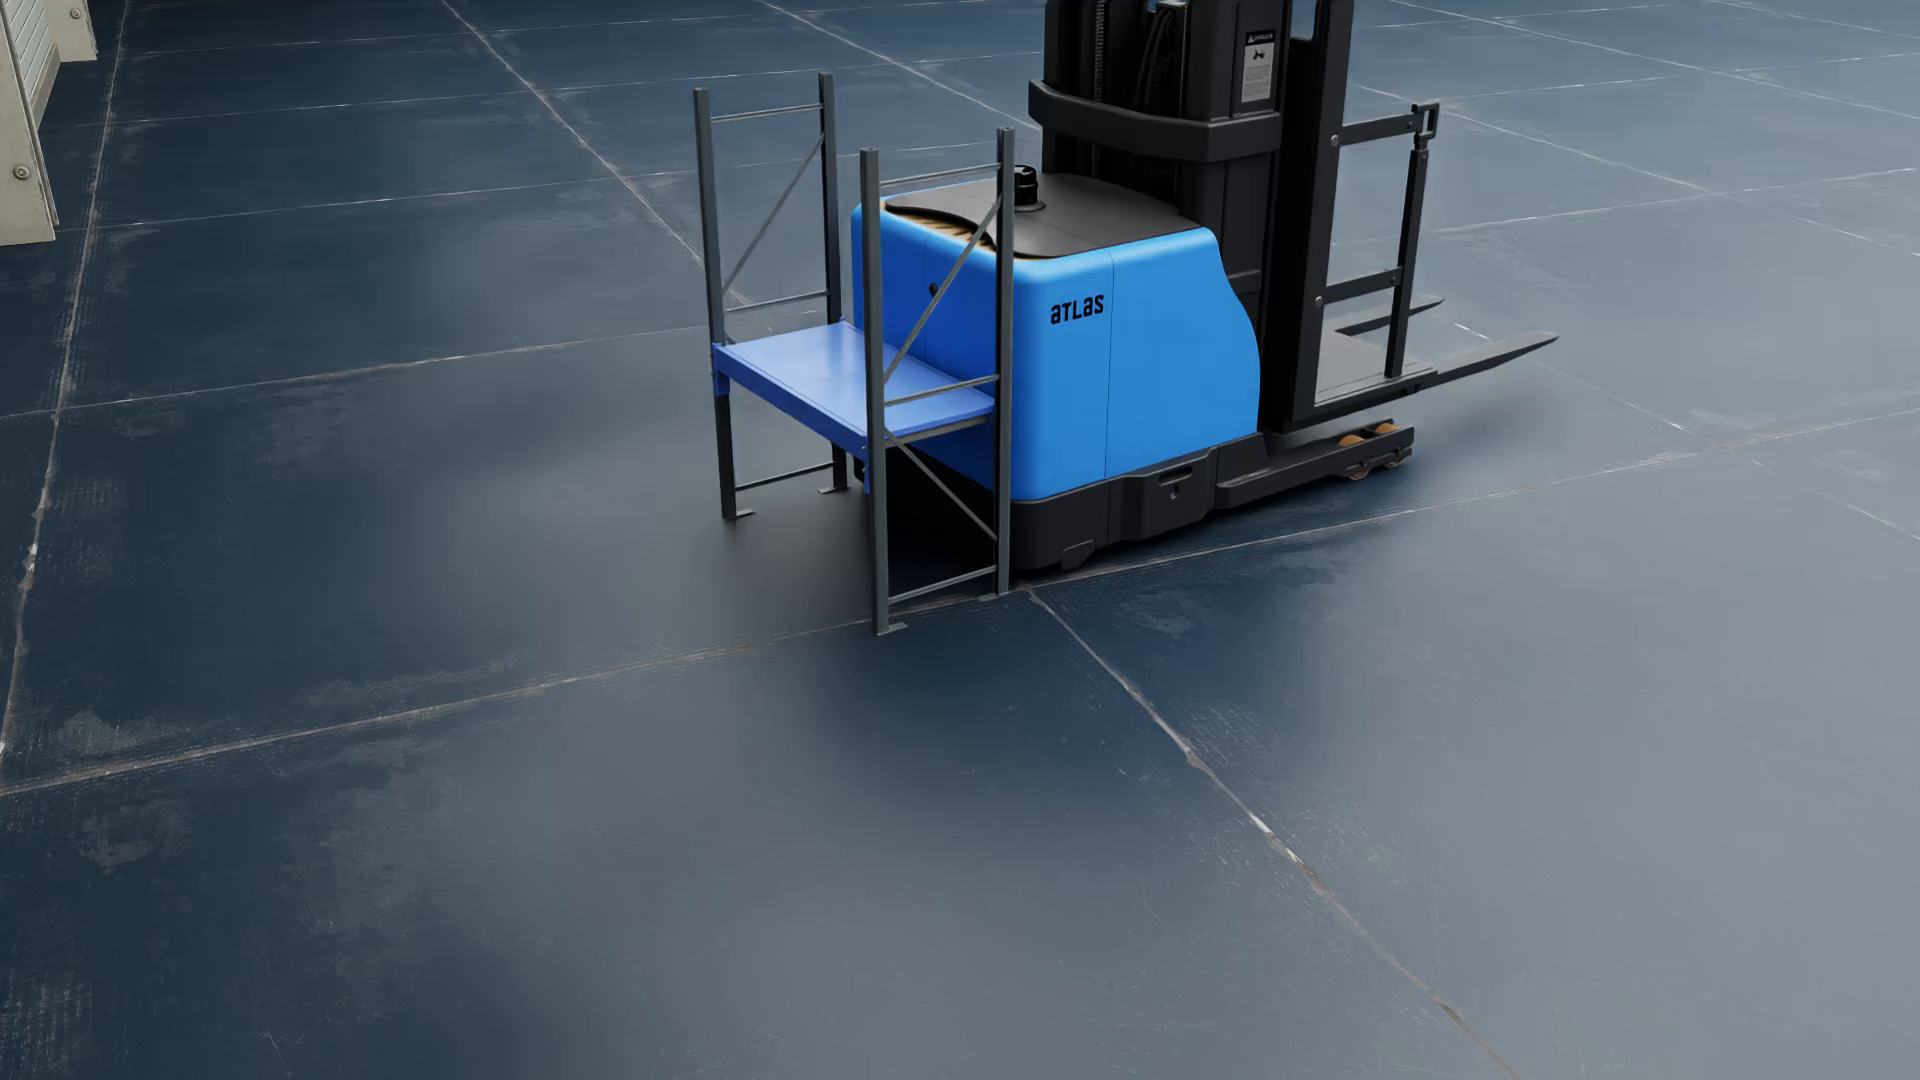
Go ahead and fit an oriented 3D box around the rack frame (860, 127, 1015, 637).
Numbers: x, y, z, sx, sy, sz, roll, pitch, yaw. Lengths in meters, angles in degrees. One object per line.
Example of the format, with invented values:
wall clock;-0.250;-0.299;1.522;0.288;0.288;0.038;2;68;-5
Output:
rack frame;-0.057;-0.440;4.943;0.500;1.500;0.032;-17;31;-30

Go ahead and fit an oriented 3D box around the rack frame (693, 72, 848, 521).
rack frame;-0.630;-0.809;5.697;0.500;1.500;0.032;-17;31;-30

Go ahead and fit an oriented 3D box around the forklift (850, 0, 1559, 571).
forklift;1.105;-1.711;5.914;3.031;2.935;1.130;-18;31;-32

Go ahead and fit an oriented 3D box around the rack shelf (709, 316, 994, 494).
rack shelf;-0.344;-0.463;5.399;0.538;0.185;1.000;-17;31;-30

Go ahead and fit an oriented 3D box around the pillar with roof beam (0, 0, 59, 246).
pillar with roof beam;-1.219;-6.479;8.762;9.100;9.000;0.400;-11;28;-21

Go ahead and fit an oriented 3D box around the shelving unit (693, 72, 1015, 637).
shelving unit;-0.344;-0.625;5.320;0.538;1.500;1.048;-17;31;-30

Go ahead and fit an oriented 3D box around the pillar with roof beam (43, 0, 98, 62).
pillar with roof beam;-3.569;-8.901;13.723;9.100;9.000;0.400;-11;28;-21
